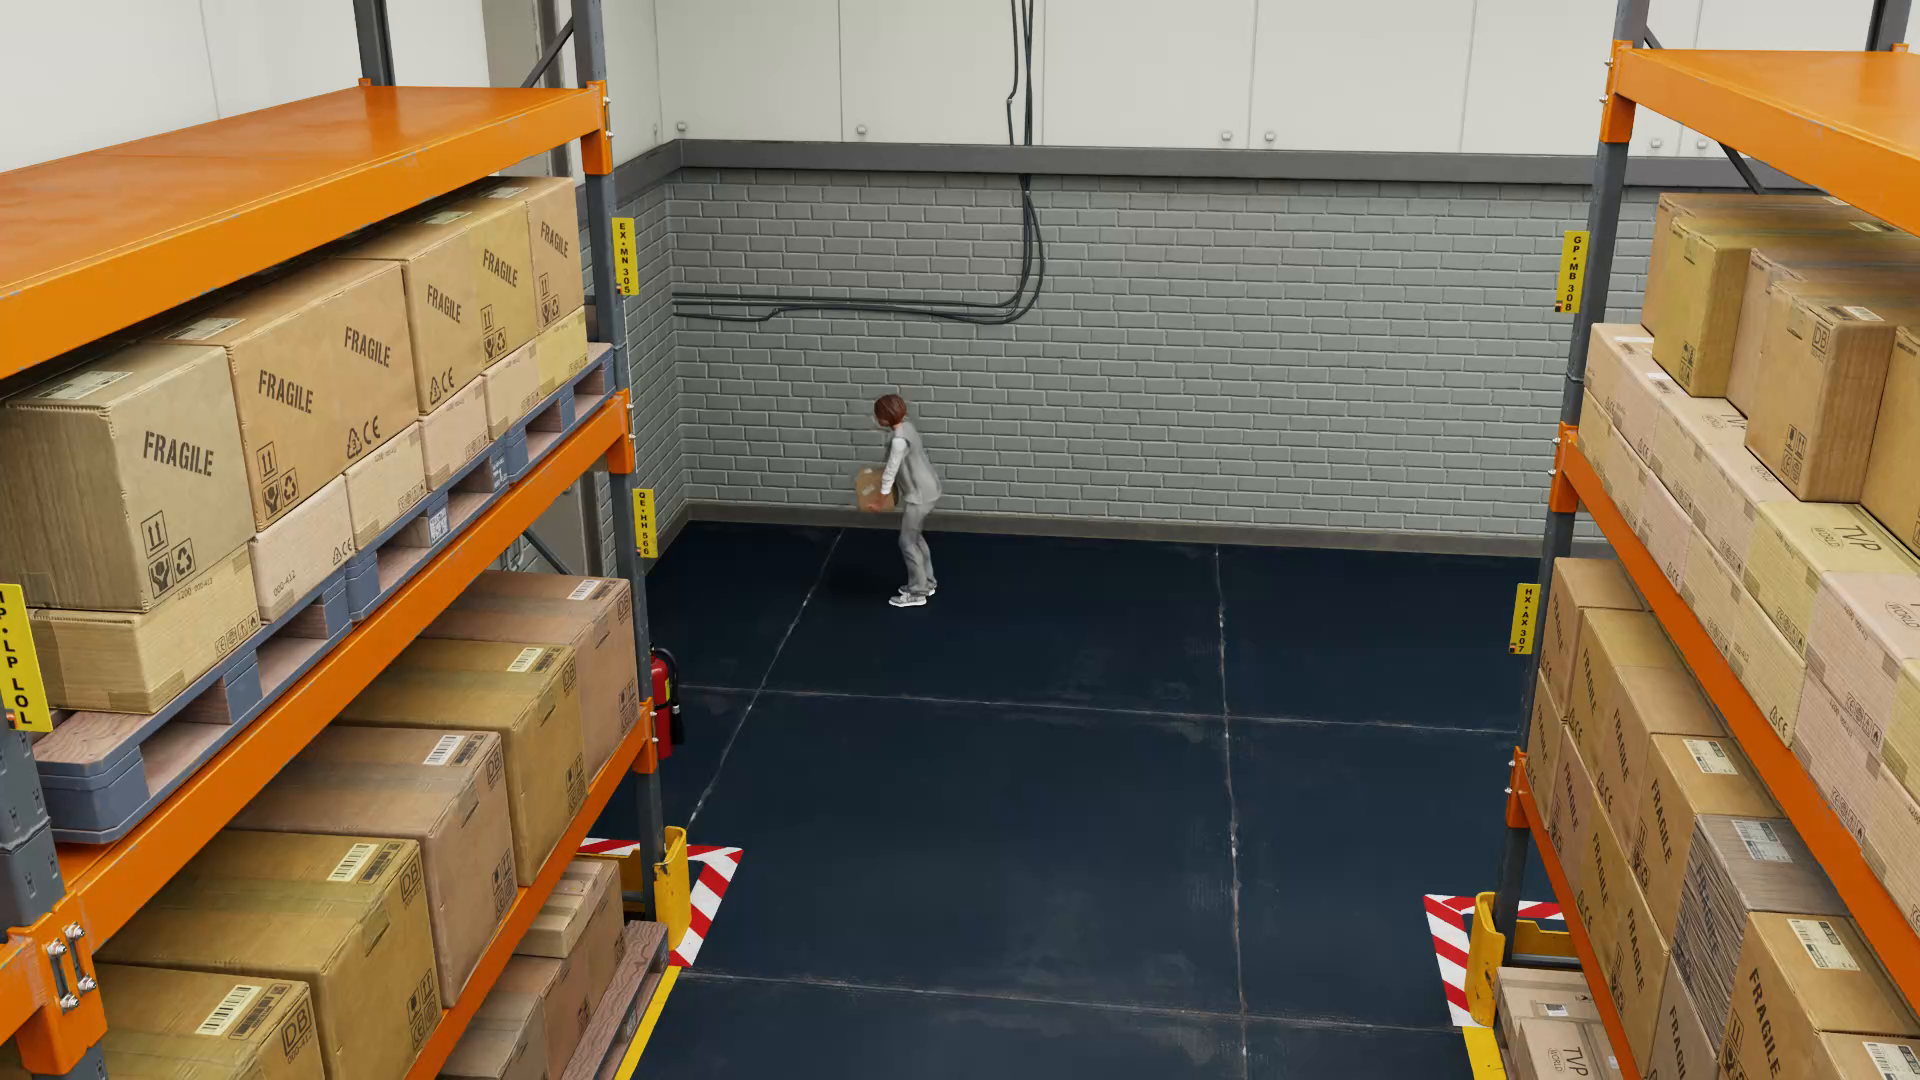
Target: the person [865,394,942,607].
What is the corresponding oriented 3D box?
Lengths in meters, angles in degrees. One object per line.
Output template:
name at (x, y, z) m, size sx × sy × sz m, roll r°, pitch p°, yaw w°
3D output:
person at (-0.396, -0.287, 11.884) m, size 0.532 × 1.562 × 0.373 m, roll 2°, pitch 22°, yaw 5°
